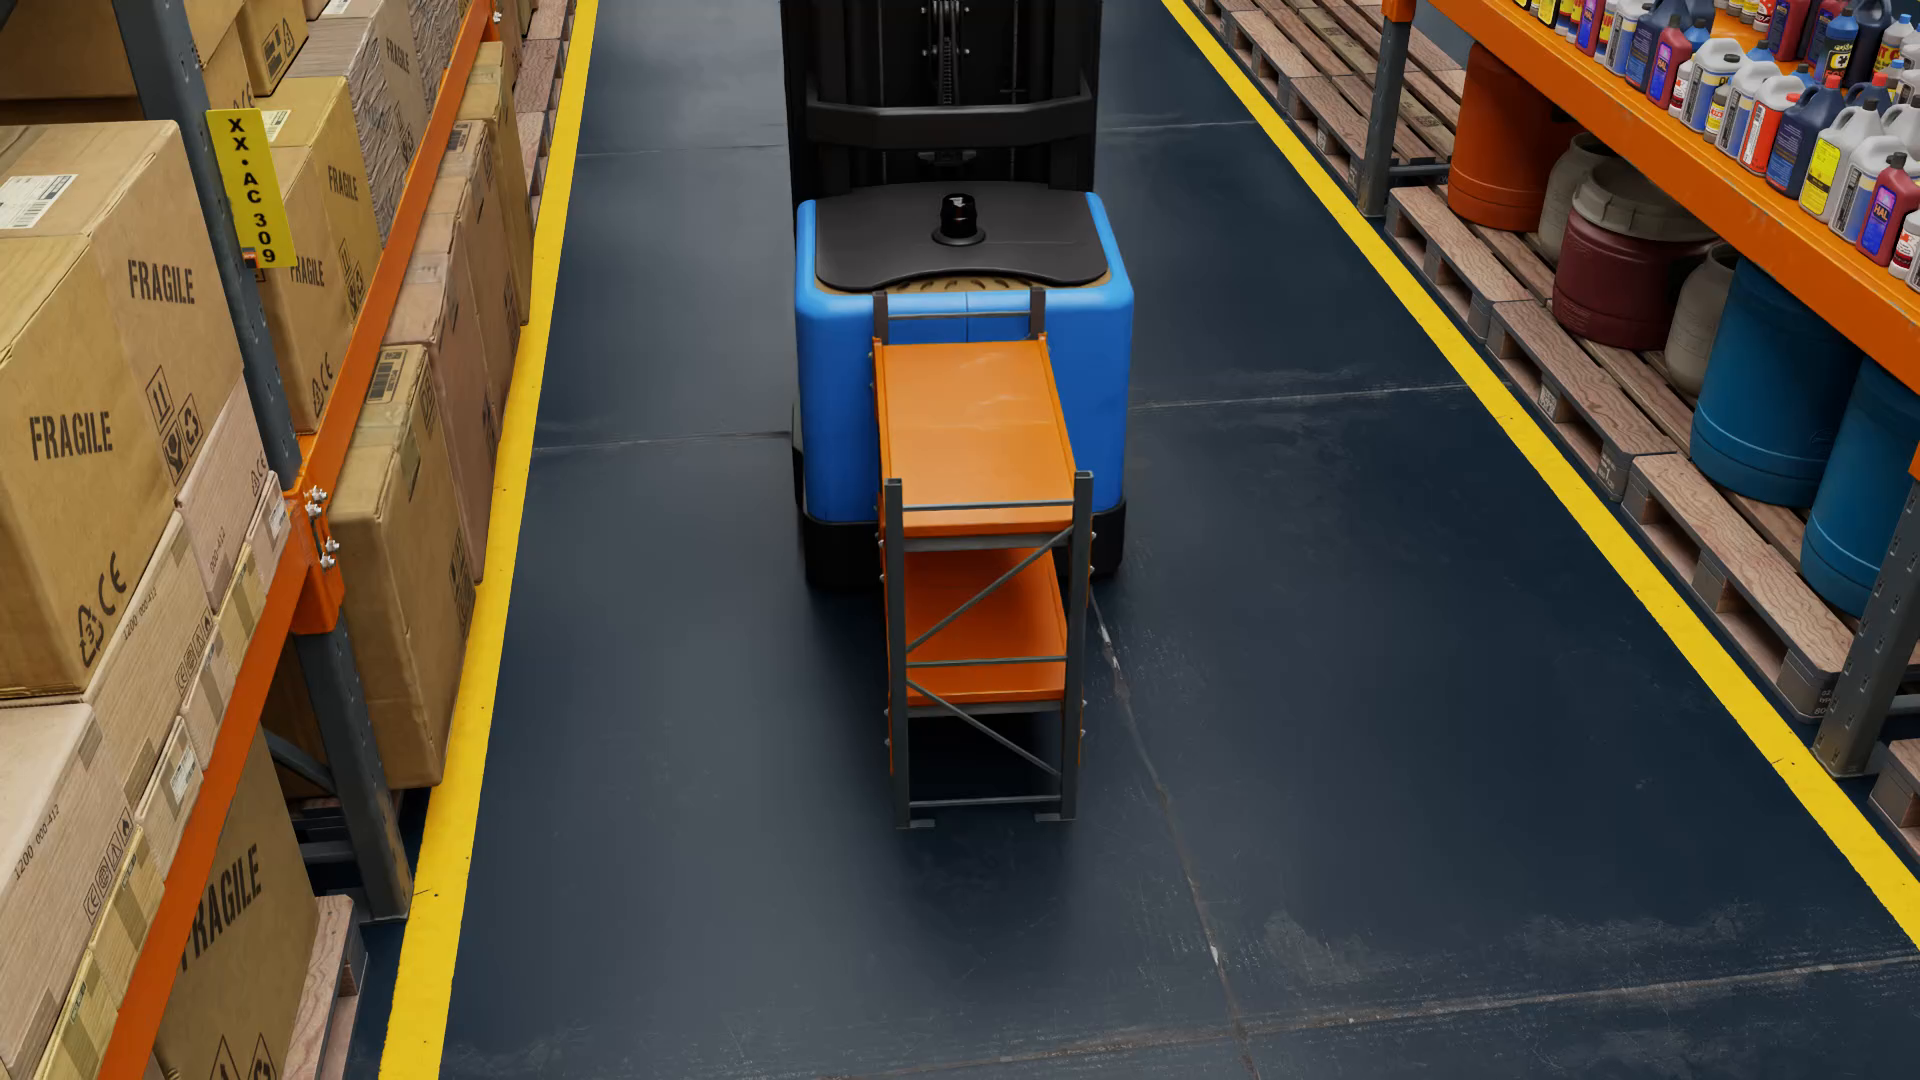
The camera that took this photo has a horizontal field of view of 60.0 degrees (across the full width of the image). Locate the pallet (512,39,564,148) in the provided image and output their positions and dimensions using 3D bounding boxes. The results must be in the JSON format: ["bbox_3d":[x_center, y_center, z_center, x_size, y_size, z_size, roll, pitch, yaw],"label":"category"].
[{"bbox_3d":[-2.734,-2.445,9.150,1.003,0.211,1.213,-4,35,-6],"label":"pallet"}]

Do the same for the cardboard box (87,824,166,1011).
[{"bbox_3d":[-1.427,0.574,2.468,0.380,0.149,0.250,-4,34,-5],"label":"cardboard box"}]

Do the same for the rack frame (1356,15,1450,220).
[{"bbox_3d":[2.439,-2.857,7.279,1.000,3.000,0.127,-4,35,-6],"label":"rack frame"}]

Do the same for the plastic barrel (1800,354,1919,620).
[{"bbox_3d":[2.920,-0.236,4.923,0.600,0.901,0.708,-4,35,-6],"label":"plastic barrel"}]

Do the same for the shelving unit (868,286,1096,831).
[{"bbox_3d":[0.034,0.031,4.706,0.538,1.125,1.048,-2,34,-3],"label":"shelving unit"}]

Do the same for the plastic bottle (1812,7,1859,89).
[{"bbox_3d":[2.979,-1.669,5.650,0.097,0.271,0.097,0,34,0],"label":"plastic bottle"}]

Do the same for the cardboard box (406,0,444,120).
[{"bbox_3d":[-2.023,-1.698,5.490,0.500,0.500,0.500,-5,35,-8],"label":"cardboard box"}]

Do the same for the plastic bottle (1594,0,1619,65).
[{"bbox_3d":[2.320,-1.826,5.881,0.097,0.271,0.097,0,34,0],"label":"plastic bottle"}]

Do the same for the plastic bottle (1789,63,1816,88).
[{"bbox_3d":[2.589,-1.347,5.178,0.097,0.271,0.097,0,34,0],"label":"plastic bottle"}]

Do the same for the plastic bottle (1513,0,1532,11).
[{"bbox_3d":[2.212,-2.206,6.428,0.061,0.283,0.133,-4,35,-6],"label":"plastic bottle"}]

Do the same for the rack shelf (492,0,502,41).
[{"bbox_3d":[-2.738,-3.301,8.568,1.077,0.370,4.000,-4,35,-6],"label":"rack shelf"}]

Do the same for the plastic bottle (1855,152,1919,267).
[{"bbox_3d":[2.527,-0.898,4.507,0.061,0.283,0.133,-4,35,-6],"label":"plastic bottle"}]

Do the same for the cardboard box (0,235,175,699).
[{"bbox_3d":[-1.541,-0.104,2.443,0.500,0.500,0.500,-4,34,-6],"label":"cardboard box"}]

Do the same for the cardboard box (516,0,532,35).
[{"bbox_3d":[-2.901,-3.251,9.686,0.700,0.500,0.500,-5,35,-7],"label":"cardboard box"}]

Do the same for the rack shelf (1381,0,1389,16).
[{"bbox_3d":[2.170,-3.676,9.119,1.077,0.370,4.000,-4,35,-6],"label":"rack shelf"}]

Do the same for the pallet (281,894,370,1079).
[{"bbox_3d":[-1.907,1.333,3.607,1.003,0.211,1.213,-4,35,-6],"label":"pallet"}]

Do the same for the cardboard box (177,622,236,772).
[{"bbox_3d":[-1.497,0.286,2.889,0.380,0.149,0.250,-5,35,-7],"label":"cardboard box"}]

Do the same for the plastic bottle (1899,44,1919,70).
[{"bbox_3d":[3.136,-1.507,5.408,0.152,0.276,0.135,-4,35,-6],"label":"plastic bottle"}]

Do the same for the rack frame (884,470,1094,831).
[{"bbox_3d":[0.069,0.316,4.287,0.500,1.125,0.032,-2,34,-3],"label":"rack frame"}]

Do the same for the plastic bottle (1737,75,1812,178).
[{"bbox_3d":[2.486,-1.254,5.037,0.152,0.276,0.135,-4,35,-6],"label":"plastic bottle"}]

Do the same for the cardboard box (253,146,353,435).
[{"bbox_3d":[-1.746,-0.567,3.829,0.500,0.500,0.500,-4,35,-6],"label":"cardboard box"}]

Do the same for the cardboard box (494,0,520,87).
[{"bbox_3d":[-2.750,-2.627,8.771,0.700,0.500,0.500,-2,34,-2],"label":"cardboard box"}]

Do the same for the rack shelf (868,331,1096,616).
[{"bbox_3d":[0.034,-0.211,4.541,0.538,0.278,1.000,-2,34,-3],"label":"rack shelf"}]

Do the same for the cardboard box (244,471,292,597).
[{"bbox_3d":[-1.566,0.000,3.310,0.380,0.149,0.250,-4,34,-6],"label":"cardboard box"}]

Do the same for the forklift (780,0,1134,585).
[{"bbox_3d":[-0.081,-1.871,5.892,1.130,2.935,3.031,-2,34,-3],"label":"forklift"}]

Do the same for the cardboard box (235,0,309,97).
[{"bbox_3d":[-2.106,-1.445,4.227,0.797,0.503,0.637,-4,34,-6],"label":"cardboard box"}]

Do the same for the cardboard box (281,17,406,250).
[{"bbox_3d":[-1.881,-1.126,4.650,0.500,0.500,0.500,-5,35,-7],"label":"cardboard box"}]

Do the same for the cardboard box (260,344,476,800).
[{"bbox_3d":[-2.037,0.099,4.455,1.225,0.875,0.875,-4,35,-6],"label":"cardboard box"}]

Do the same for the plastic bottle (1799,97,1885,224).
[{"bbox_3d":[2.529,-1.093,4.733,0.144,0.351,0.185,-4,35,-6],"label":"plastic bottle"}]

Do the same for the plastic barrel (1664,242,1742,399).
[{"bbox_3d":[2.838,-0.792,6.085,0.421,0.512,0.421,0,34,0],"label":"plastic barrel"}]

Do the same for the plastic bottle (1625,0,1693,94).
[{"bbox_3d":[2.381,-1.707,5.635,0.144,0.351,0.185,-4,35,-6],"label":"plastic bottle"}]

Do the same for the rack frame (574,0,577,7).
[{"bbox_3d":[-3.007,-4.714,10.004,1.000,3.000,0.127,-4,35,-6],"label":"rack frame"}]

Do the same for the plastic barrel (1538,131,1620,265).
[{"bbox_3d":[2.686,-1.422,7.010,0.421,0.512,0.421,0,34,0],"label":"plastic barrel"}]

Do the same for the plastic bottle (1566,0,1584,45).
[{"bbox_3d":[2.289,-1.955,6.070,0.097,0.271,0.097,0,34,0],"label":"plastic bottle"}]

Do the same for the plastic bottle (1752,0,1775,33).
[{"bbox_3d":[3.036,-2.007,6.207,0.097,0.201,0.097,0,34,0],"label":"plastic bottle"}]

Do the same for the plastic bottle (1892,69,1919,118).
[{"bbox_3d":[3.017,-1.366,5.201,0.152,0.276,0.135,-4,35,-6],"label":"plastic bottle"}]

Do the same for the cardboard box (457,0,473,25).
[{"bbox_3d":[-2.157,-2.266,6.323,0.500,0.500,0.500,-3,34,-5],"label":"cardboard box"}]

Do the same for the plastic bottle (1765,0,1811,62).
[{"bbox_3d":[2.951,-1.863,5.924,0.061,0.283,0.133,-4,35,-6],"label":"plastic bottle"}]

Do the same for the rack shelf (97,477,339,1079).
[{"bbox_3d":[-1.662,1.164,2.018,1.077,0.370,4.000,-4,35,-6],"label":"rack shelf"}]

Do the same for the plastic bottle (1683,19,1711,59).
[{"bbox_3d":[2.437,-1.599,5.546,0.097,0.271,0.097,0,34,0],"label":"plastic bottle"}]

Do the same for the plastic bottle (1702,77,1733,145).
[{"bbox_3d":[2.425,-1.361,5.260,0.097,0.201,0.097,0,34,0],"label":"plastic bottle"}]

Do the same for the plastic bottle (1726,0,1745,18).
[{"bbox_3d":[3.010,-2.115,6.367,0.097,0.201,0.097,0,34,0],"label":"plastic bottle"}]

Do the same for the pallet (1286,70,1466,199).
[{"bbox_3d":[2.373,-2.140,8.703,1.003,0.211,1.213,-4,35,-6],"label":"pallet"}]

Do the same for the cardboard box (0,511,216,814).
[{"bbox_3d":[-1.540,0.205,2.655,0.500,0.250,0.500,-3,34,-5],"label":"cardboard box"}]

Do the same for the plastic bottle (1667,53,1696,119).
[{"bbox_3d":[2.394,-1.491,5.450,0.097,0.201,0.097,0,34,0],"label":"plastic bottle"}]

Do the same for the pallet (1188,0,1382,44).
[{"bbox_3d":[2.045,-3.501,10.700,1.003,0.211,1.213,-4,35,-6],"label":"pallet"}]

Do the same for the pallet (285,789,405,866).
[{"bbox_3d":[-2.110,0.478,4.861,1.003,0.211,1.213,-4,35,-6],"label":"pallet"}]

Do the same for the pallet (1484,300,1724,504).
[{"bbox_3d":[2.747,-0.588,6.426,1.003,0.211,1.213,-4,35,-6],"label":"pallet"}]

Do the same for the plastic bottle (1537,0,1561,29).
[{"bbox_3d":[2.243,-2.078,6.239,0.061,0.283,0.133,-4,35,-6],"label":"plastic bottle"}]

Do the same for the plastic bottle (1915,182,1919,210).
[{"bbox_3d":[2.603,-0.880,4.554,0.097,0.201,0.097,0,34,0],"label":"plastic bottle"}]

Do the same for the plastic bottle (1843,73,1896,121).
[{"bbox_3d":[2.647,-1.207,4.901,0.144,0.351,0.185,-4,35,-6],"label":"plastic bottle"}]

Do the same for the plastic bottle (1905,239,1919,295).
[{"bbox_3d":[2.603,-0.769,4.325,0.152,0.276,0.135,-4,35,-6],"label":"plastic bottle"}]

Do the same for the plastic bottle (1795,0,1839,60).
[{"bbox_3d":[3.050,-1.913,5.938,0.144,0.351,0.185,-4,35,-6],"label":"plastic bottle"}]

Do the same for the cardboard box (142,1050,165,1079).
[{"bbox_3d":[-1.801,1.331,2.647,0.875,0.875,0.875,-4,35,-6],"label":"cardboard box"}]

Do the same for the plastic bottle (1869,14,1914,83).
[{"bbox_3d":[3.135,-1.626,5.587,0.097,0.271,0.097,0,34,0],"label":"plastic bottle"}]

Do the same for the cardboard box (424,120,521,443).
[{"bbox_3d":[-2.285,-0.893,5.910,1.225,0.875,0.875,-4,35,-6],"label":"cardboard box"}]
